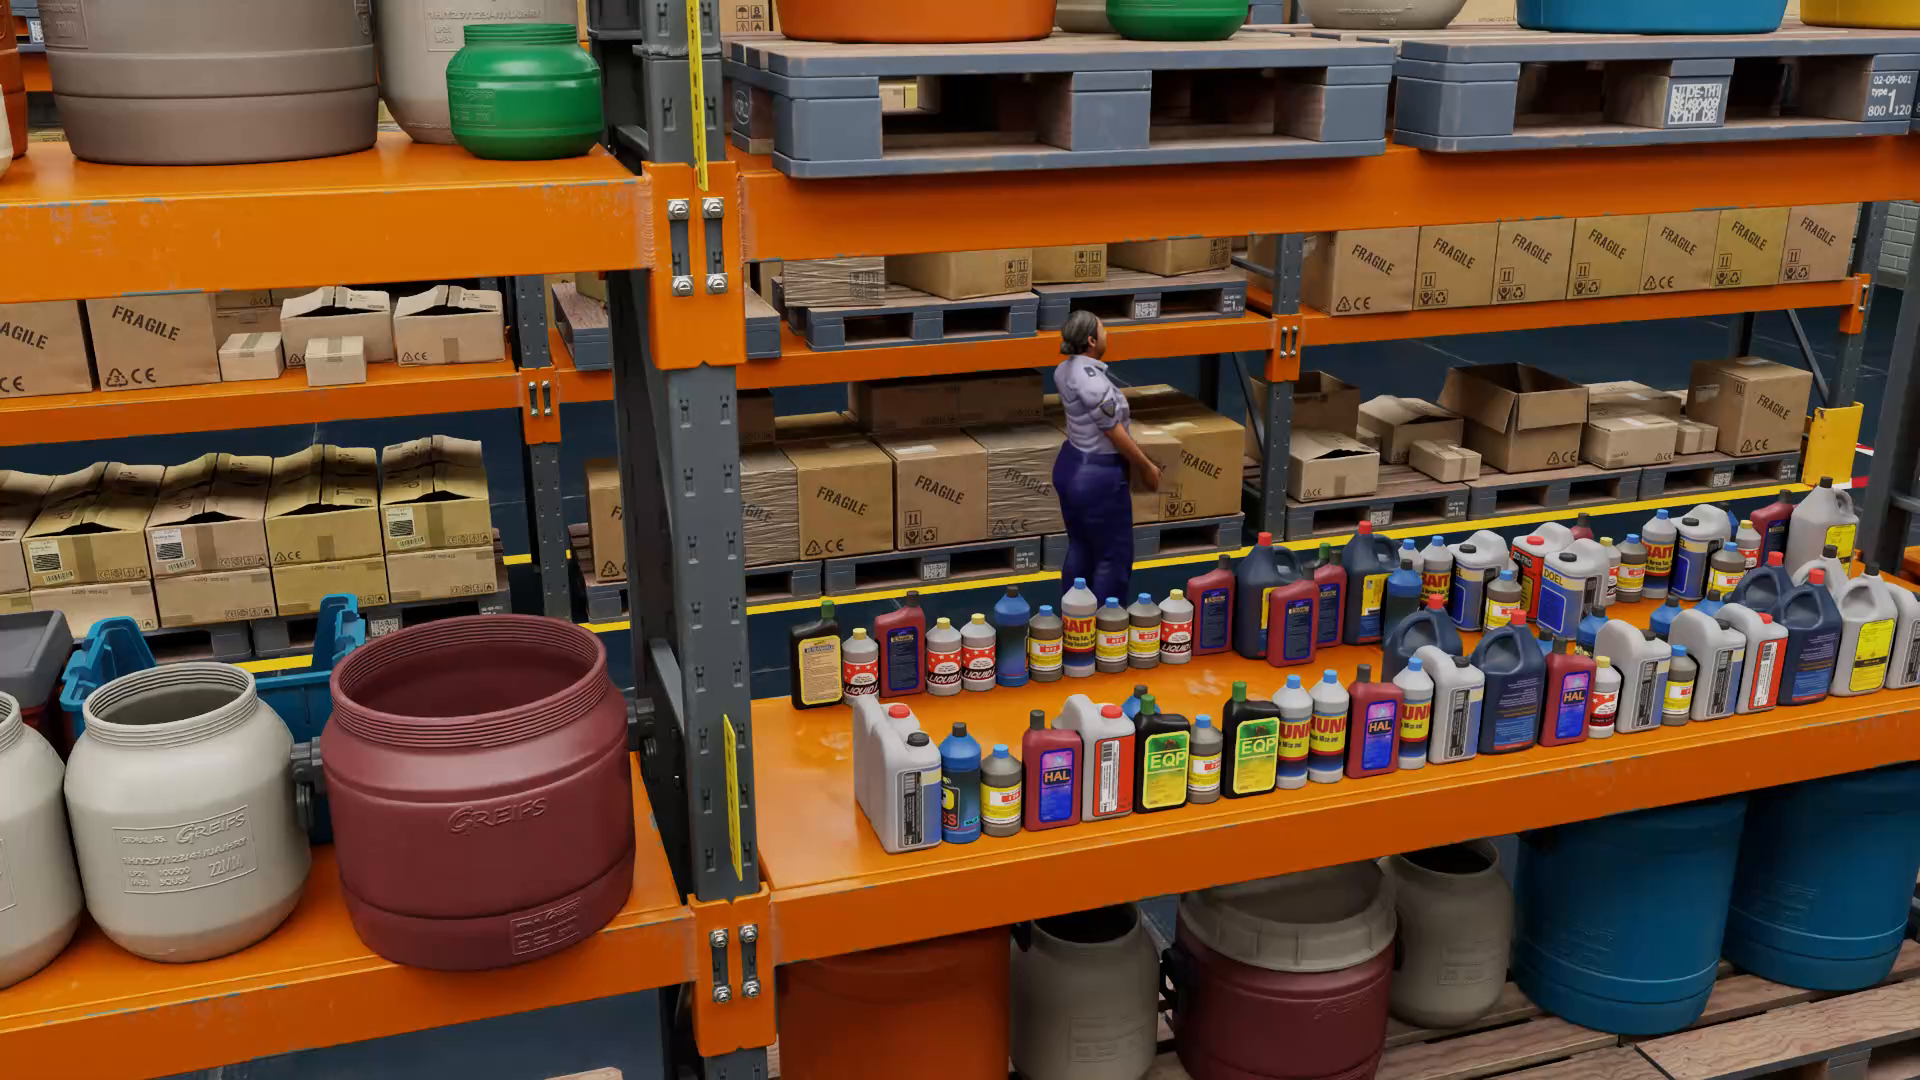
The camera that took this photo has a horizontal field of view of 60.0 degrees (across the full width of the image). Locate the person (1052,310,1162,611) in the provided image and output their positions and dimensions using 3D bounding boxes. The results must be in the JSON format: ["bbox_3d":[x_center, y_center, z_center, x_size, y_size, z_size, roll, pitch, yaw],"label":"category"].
[{"bbox_3d":[0.690,-0.271,7.868,0.486,1.641,0.507,-6,20,-17],"label":"person"}]
